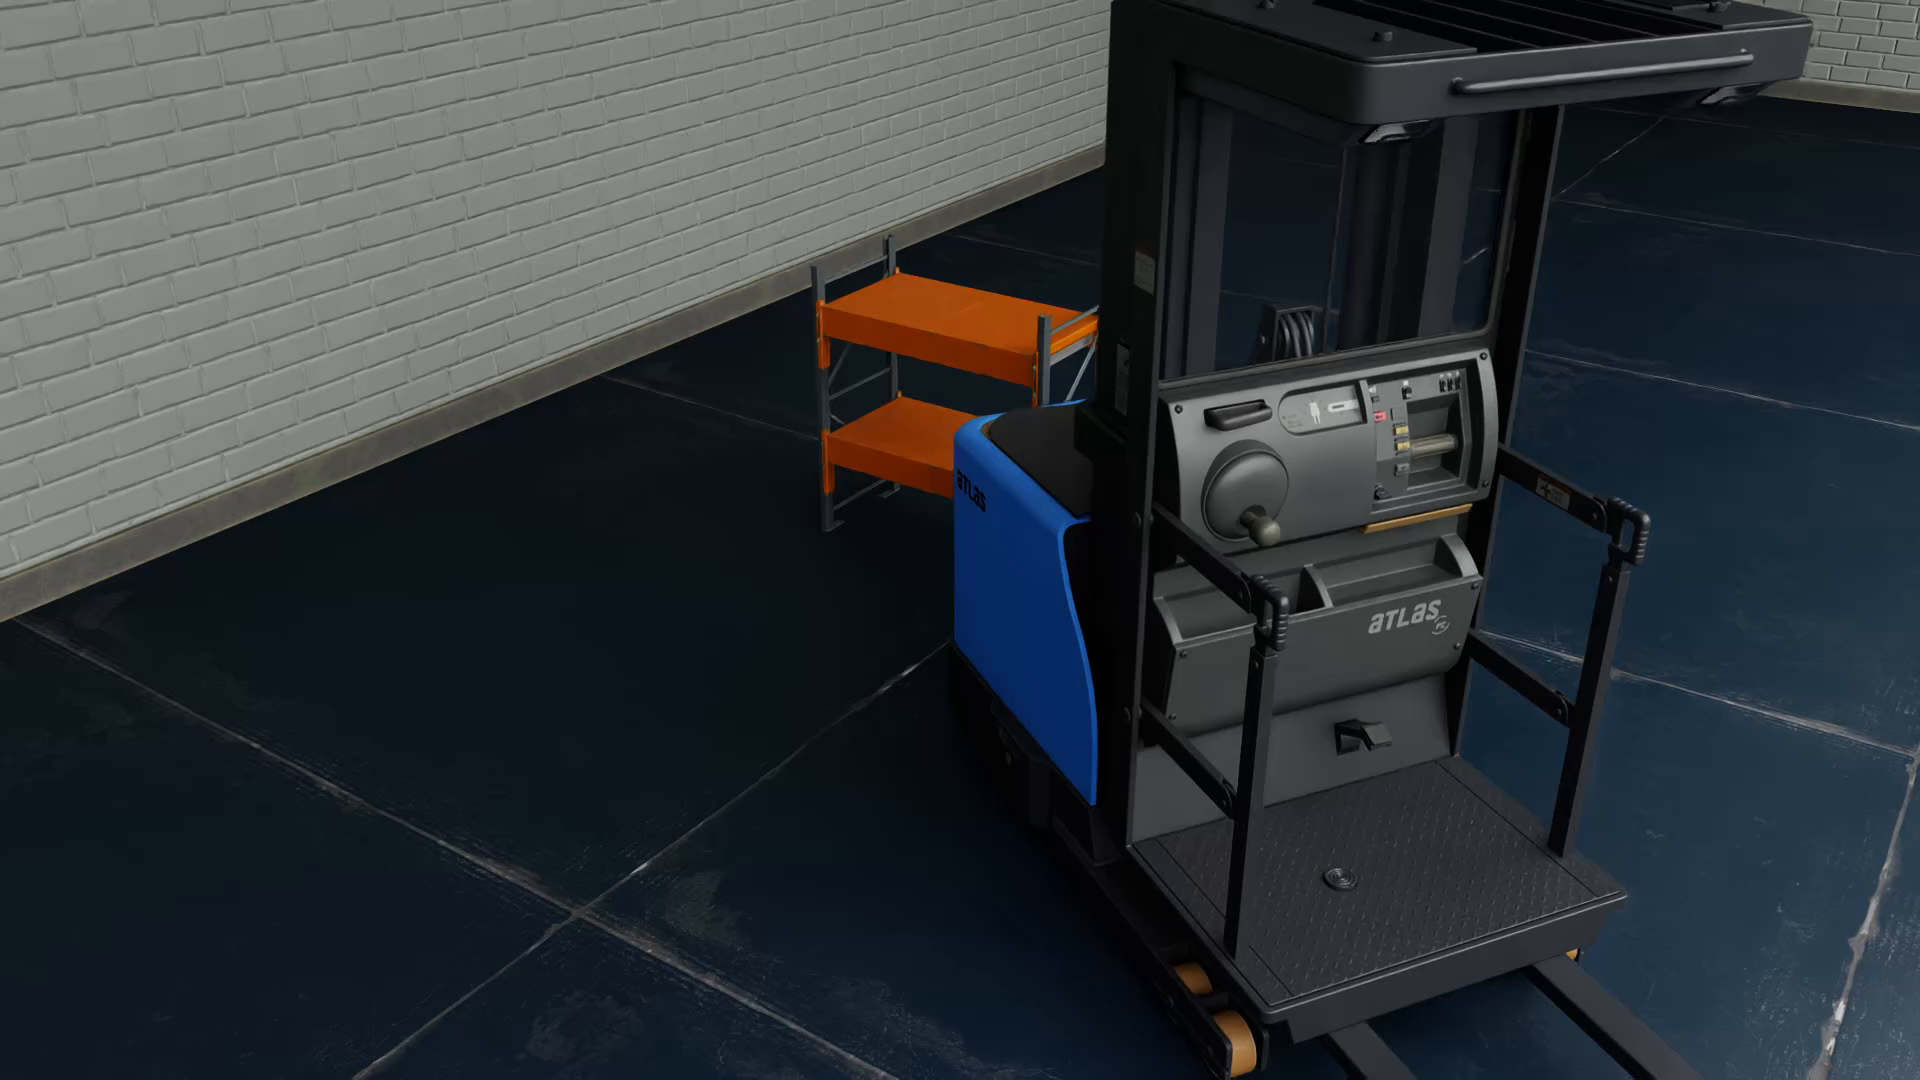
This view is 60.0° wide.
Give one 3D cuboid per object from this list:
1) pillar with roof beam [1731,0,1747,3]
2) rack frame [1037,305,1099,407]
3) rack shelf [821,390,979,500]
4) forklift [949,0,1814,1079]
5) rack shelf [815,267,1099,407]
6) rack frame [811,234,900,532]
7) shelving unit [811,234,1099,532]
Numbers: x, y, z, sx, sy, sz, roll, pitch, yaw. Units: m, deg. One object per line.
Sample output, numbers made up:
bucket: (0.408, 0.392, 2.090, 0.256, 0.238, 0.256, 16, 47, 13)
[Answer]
pillar with roof beam: (3.952, -6.277, 9.163, 0.400, 9.000, 9.100, 17, 32, 30)
rack frame: (0.425, -0.369, 6.235, 0.032, 1.125, 0.500, 17, 32, 30)
rack shelf: (0.006, -0.282, 6.602, 1.000, 0.278, 0.538, 17, 32, 30)
forklift: (1.011, -0.193, 3.897, 1.130, 2.935, 3.031, -11, 29, -21)
rack shelf: (0.006, -0.760, 6.359, 1.000, 0.278, 0.538, 17, 32, 30)
rack frame: (-0.413, -0.630, 6.748, 0.032, 1.125, 0.500, 17, 32, 30)
shelving unit: (0.006, -0.500, 6.491, 1.048, 1.125, 0.538, 17, 32, 30)
